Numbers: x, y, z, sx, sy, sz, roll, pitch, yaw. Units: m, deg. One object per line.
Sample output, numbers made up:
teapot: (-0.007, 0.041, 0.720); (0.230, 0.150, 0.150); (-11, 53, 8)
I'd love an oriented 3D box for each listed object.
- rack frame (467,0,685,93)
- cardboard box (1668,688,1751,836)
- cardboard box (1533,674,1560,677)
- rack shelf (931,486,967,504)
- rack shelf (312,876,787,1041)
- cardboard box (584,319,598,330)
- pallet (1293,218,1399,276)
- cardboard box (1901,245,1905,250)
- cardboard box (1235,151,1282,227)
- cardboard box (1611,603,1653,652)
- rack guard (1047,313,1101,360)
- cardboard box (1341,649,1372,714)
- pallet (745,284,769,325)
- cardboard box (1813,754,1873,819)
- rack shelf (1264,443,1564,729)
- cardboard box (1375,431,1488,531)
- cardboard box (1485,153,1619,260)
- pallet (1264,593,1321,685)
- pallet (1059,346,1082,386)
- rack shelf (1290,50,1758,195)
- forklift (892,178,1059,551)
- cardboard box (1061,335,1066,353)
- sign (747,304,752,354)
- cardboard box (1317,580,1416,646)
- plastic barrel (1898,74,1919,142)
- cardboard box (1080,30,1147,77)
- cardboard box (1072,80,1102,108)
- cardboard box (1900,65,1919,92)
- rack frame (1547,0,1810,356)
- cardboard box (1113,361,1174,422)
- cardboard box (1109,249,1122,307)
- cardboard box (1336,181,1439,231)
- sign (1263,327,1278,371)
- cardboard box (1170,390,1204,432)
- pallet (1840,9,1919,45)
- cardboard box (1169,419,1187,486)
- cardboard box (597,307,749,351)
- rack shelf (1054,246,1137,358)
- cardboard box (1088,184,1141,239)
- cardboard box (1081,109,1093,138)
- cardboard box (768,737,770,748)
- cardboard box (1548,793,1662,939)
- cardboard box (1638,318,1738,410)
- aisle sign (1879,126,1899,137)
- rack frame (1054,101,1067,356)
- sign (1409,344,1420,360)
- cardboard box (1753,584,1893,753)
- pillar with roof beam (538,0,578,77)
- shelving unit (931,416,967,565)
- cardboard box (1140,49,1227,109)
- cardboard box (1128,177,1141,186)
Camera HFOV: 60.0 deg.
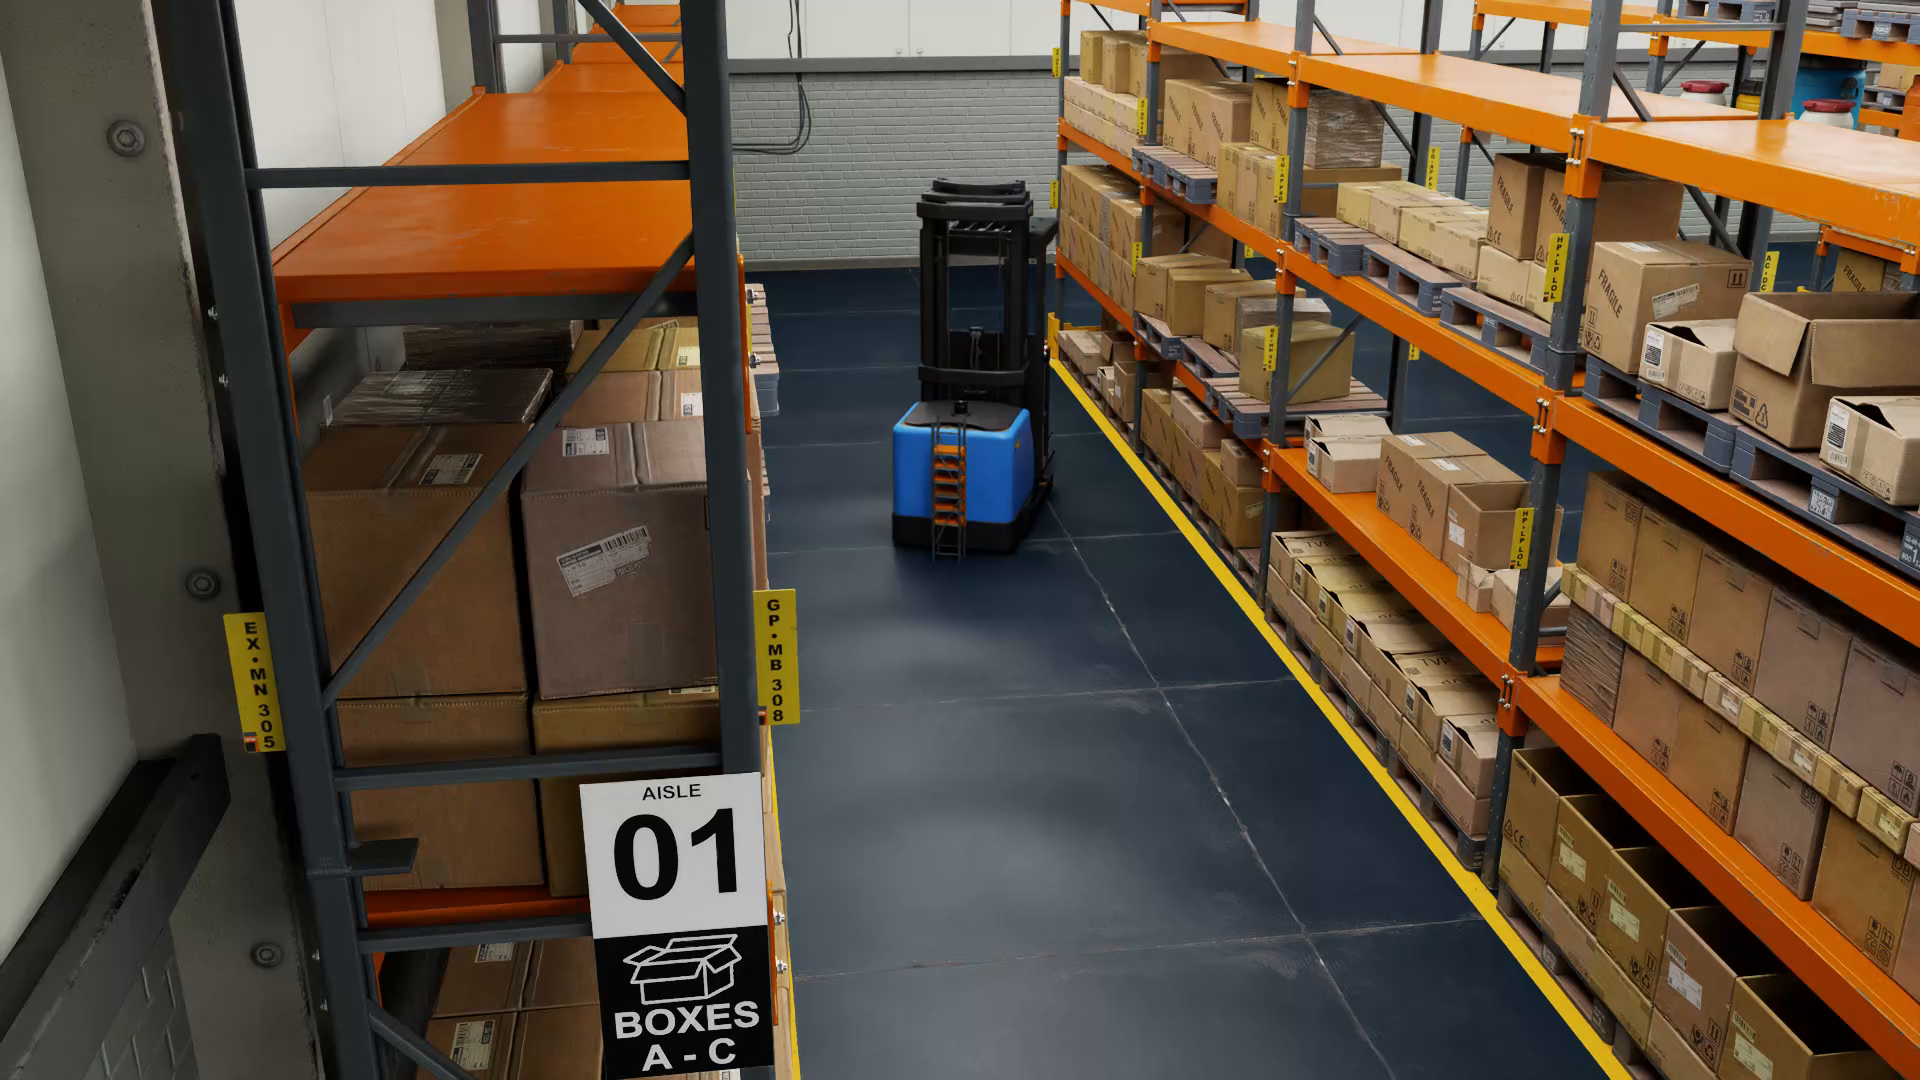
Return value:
rack frame: (-1.523, -2.091, 6.952); (1.000, 3.000, 0.127); (-3, 21, -8)
cardboard box: (3.599, 0.931, 7.293); (0.700, 0.500, 0.500); (-3, 21, -7)
cardboard box: (3.498, 0.968, 9.865); (0.500, 0.311, 0.500); (-3, 21, -8)
rack shelf: (-0.092, -0.360, 13.592); (0.258, 0.103, 0.180); (4, 21, 12)
rack shelf: (-1.235, 0.344, 5.749); (1.077, 0.370, 4.000); (-3, 21, -8)
cardboard box: (-1.736, -1.026, 6.788); (0.500, 0.500, 0.500); (-2, 21, -7)
pallet: (2.988, -2.003, 11.274); (1.213, 0.211, 1.003); (-2, 21, -5)
cardboard box: (11.364, -3.482, 19.611); (0.380, 0.149, 0.250); (-3, 21, -8)
cardboard box: (2.632, -2.694, 12.713); (0.910, 0.500, 0.500); (-3, 21, -8)
cardboard box: (3.300, 0.397, 7.796); (0.380, 0.149, 0.250); (-3, 21, -9)
rack guard: (1.659, -2.489, 20.165); (1.175, 0.500, 0.348); (-3, 21, -8)
cardboard box: (2.814, 0.902, 10.842); (0.500, 0.250, 0.500); (-2, 21, -7)
pallet: (-1.660, -1.176, 9.058); (1.213, 0.211, 1.003); (-3, 21, -8)
cardboard box: (3.523, 0.932, 6.364); (0.380, 0.149, 0.250); (-2, 21, -6)
rack shelf: (3.090, 0.113, 10.654); (1.077, 0.370, 4.000); (-3, 21, -8)
cardboard box: (3.059, -0.383, 10.812); (0.500, 0.500, 0.500); (-4, 21, -11)
cardboard box: (3.223, -1.826, 9.073); (0.500, 0.500, 0.500); (-1, 21, -3)
pallet: (2.881, 0.677, 12.102); (1.003, 0.211, 1.213); (-3, 21, -8)
pallet: (1.775, -2.077, 19.477); (1.003, 0.211, 1.213); (-3, 21, -8)
rack shelf: (3.090, -2.510, 9.675); (1.077, 0.370, 4.000); (-3, 21, -8)
forklift: (0.249, -1.765, 14.752); (1.130, 2.935, 3.031); (4, 21, 12)
cardboard box: (1.404, -2.316, 19.551); (0.380, 0.166, 0.250); (-3, 21, -8)
sign: (-0.988, -0.958, 7.467); (0.100, 0.325, 0.005); (-3, 21, -8)
cardboard box: (2.742, 0.467, 11.208); (0.500, 0.311, 0.500); (-3, 21, -9)
plastic barrel: (7.625, -3.165, 12.901); (0.600, 0.830, 0.708); (-3, 21, -8)
cardboard box: (1.738, -5.430, 18.607); (0.700, 0.500, 0.500); (-3, 21, -8)
cardboard box: (1.530, -4.891, 18.237); (0.500, 0.250, 0.500); (-3, 21, -8)
cardboard box: (11.541, -5.502, 19.487); (0.700, 0.500, 0.500); (-4, 21, -10)
rack frame: (3.378, -2.342, 7.625); (1.000, 3.000, 0.127); (-3, 21, -8)
cardboard box: (1.862, -1.519, 16.941); (0.500, 0.500, 0.500); (-3, 21, -8)
cardboard box: (1.823, -2.687, 16.979); (0.500, 0.500, 0.500); (-2, 21, -6)
cardboard box: (2.922, -2.294, 11.397); (0.500, 0.250, 0.500); (-4, 21, -12)
sign: (2.266, -1.391, 12.112); (0.100, 0.325, 0.005); (-3, 21, -8)
cardboard box: (2.197, -1.162, 14.911); (0.500, 0.250, 0.500); (-3, 21, -8)
pallet: (7.630, -3.951, 12.774); (1.213, 0.211, 1.003); (-3, 21, -8)
cardboard box: (2.206, -0.799, 15.012); (0.500, 0.500, 0.500); (-3, 21, -7)
cardboard box: (-1.008, -0.681, 5.864); (0.500, 0.500, 0.500); (-4, 21, -10)
rack shelf: (1.936, -2.657, 18.070); (1.077, 0.370, 4.000); (-3, 21, -8)
cardboard box: (1.675, -3.505, 17.740); (0.500, 0.500, 0.500); (-3, 21, -8)
cardboard box: (1.604, -4.484, 17.861); (0.500, 0.250, 0.500); (-3, 21, -8)
cardboard box: (-1.010, 0.925, 6.567); (0.500, 0.500, 0.500); (-4, 21, -9)
cardboard box: (3.215, 1.558, 8.016); (0.500, 0.500, 0.500); (-3, 21, -8)
cardboard box: (3.267, -0.782, 7.064); (0.500, 0.311, 0.500); (-4, 21, -11)
aisle sign: (11.738, -5.442, 20.785); (0.394, 0.787, 0.004); (-3, 21, -8)
rack frame: (1.648, -3.686, 19.798); (1.000, 3.000, 0.127); (-3, 21, -8)
sign: (3.350, -1.488, 12.258); (0.100, 0.325, 0.005); (-3, 21, -8)
cardboard box: (3.665, 0.489, 6.624); (0.700, 0.500, 0.500); (-3, 21, -8)
pillar with roof beam: (0.626, -5.276, 15.482); (9.100, 9.000, 0.400); (-3, 21, -8)
shelving unit: (-0.092, -0.402, 13.577); (0.258, 1.200, 0.189); (4, 21, 12)
cardboard box: (2.117, -4.388, 15.819); (0.700, 0.500, 0.500); (-3, 21, -8)
cardboard box: (2.137, -3.707, 18.282); (0.500, 0.500, 0.500); (-2, 21, -6)
